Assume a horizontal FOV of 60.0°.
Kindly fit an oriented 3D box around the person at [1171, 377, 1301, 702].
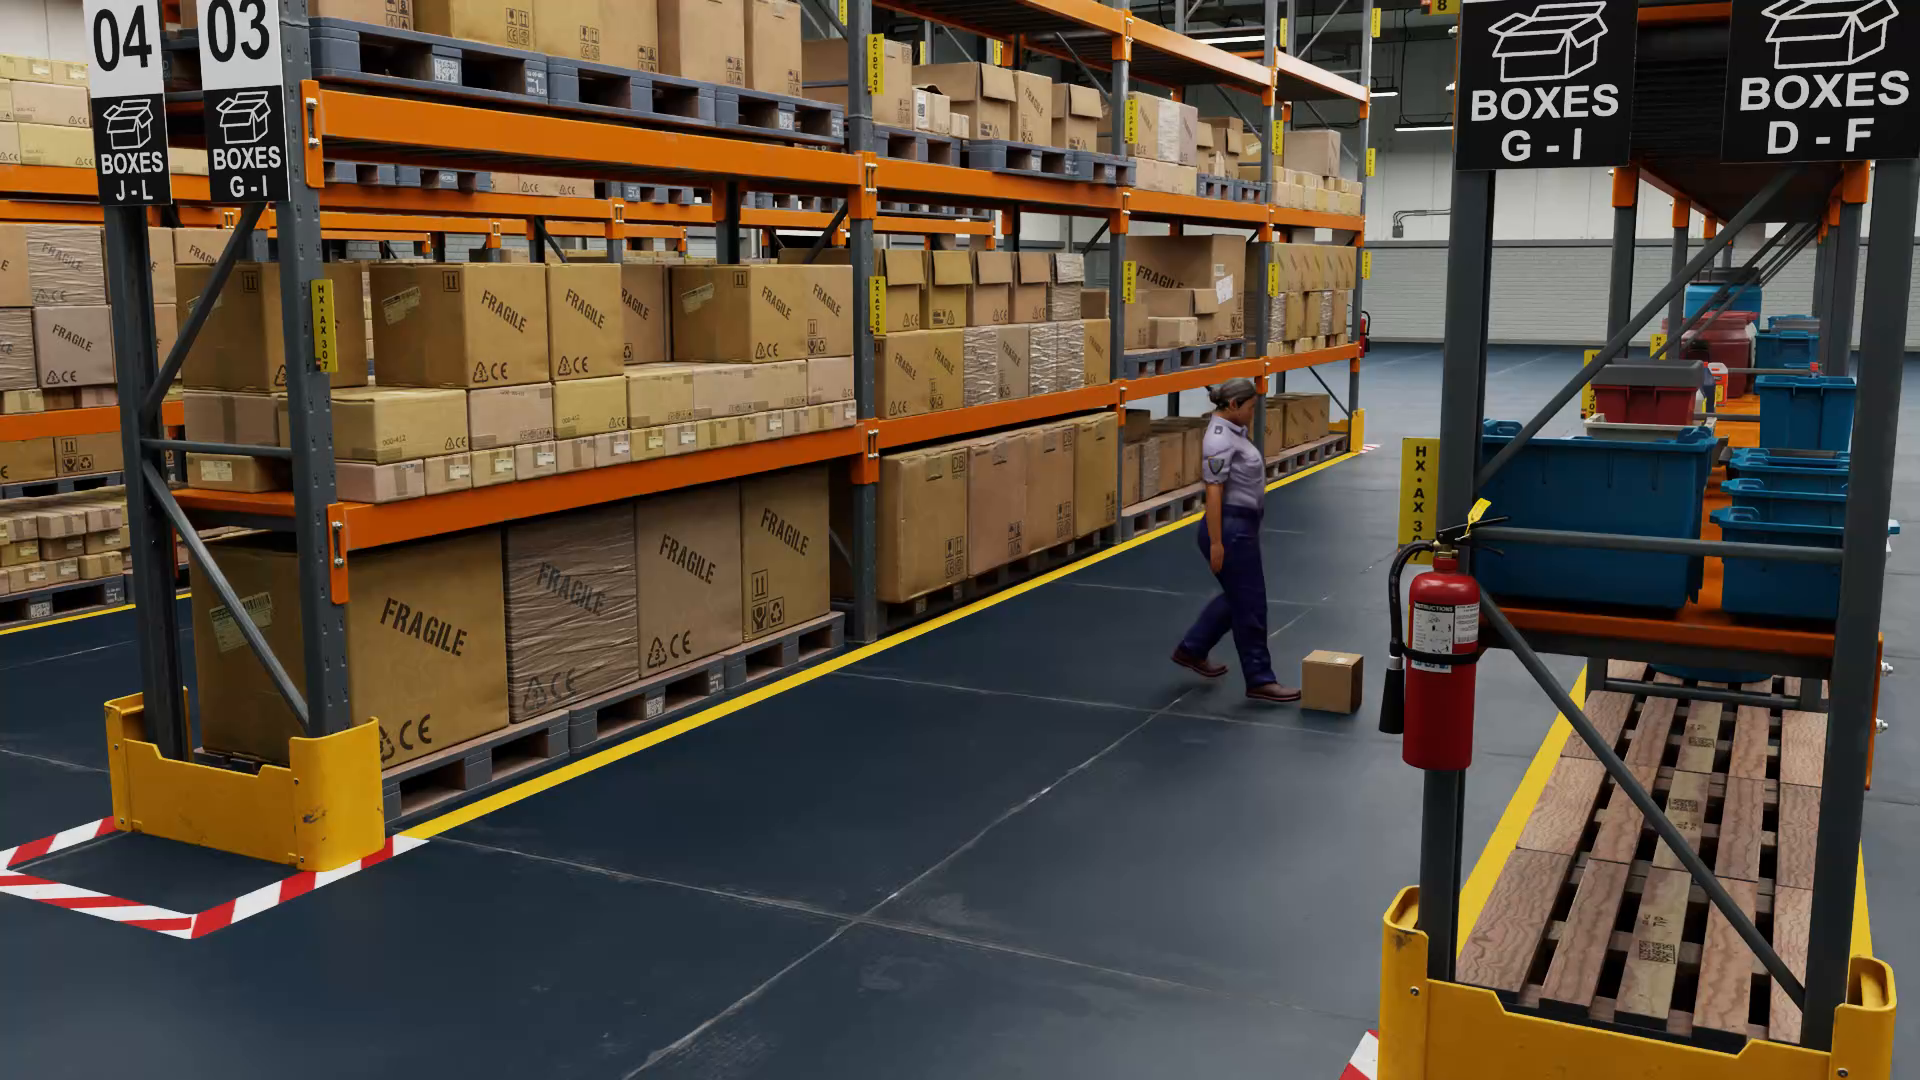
[{"bbox_3d":[1.431,-0.020,8.467,0.695,1.619,0.513,2,9,15],"label":"person"}]
